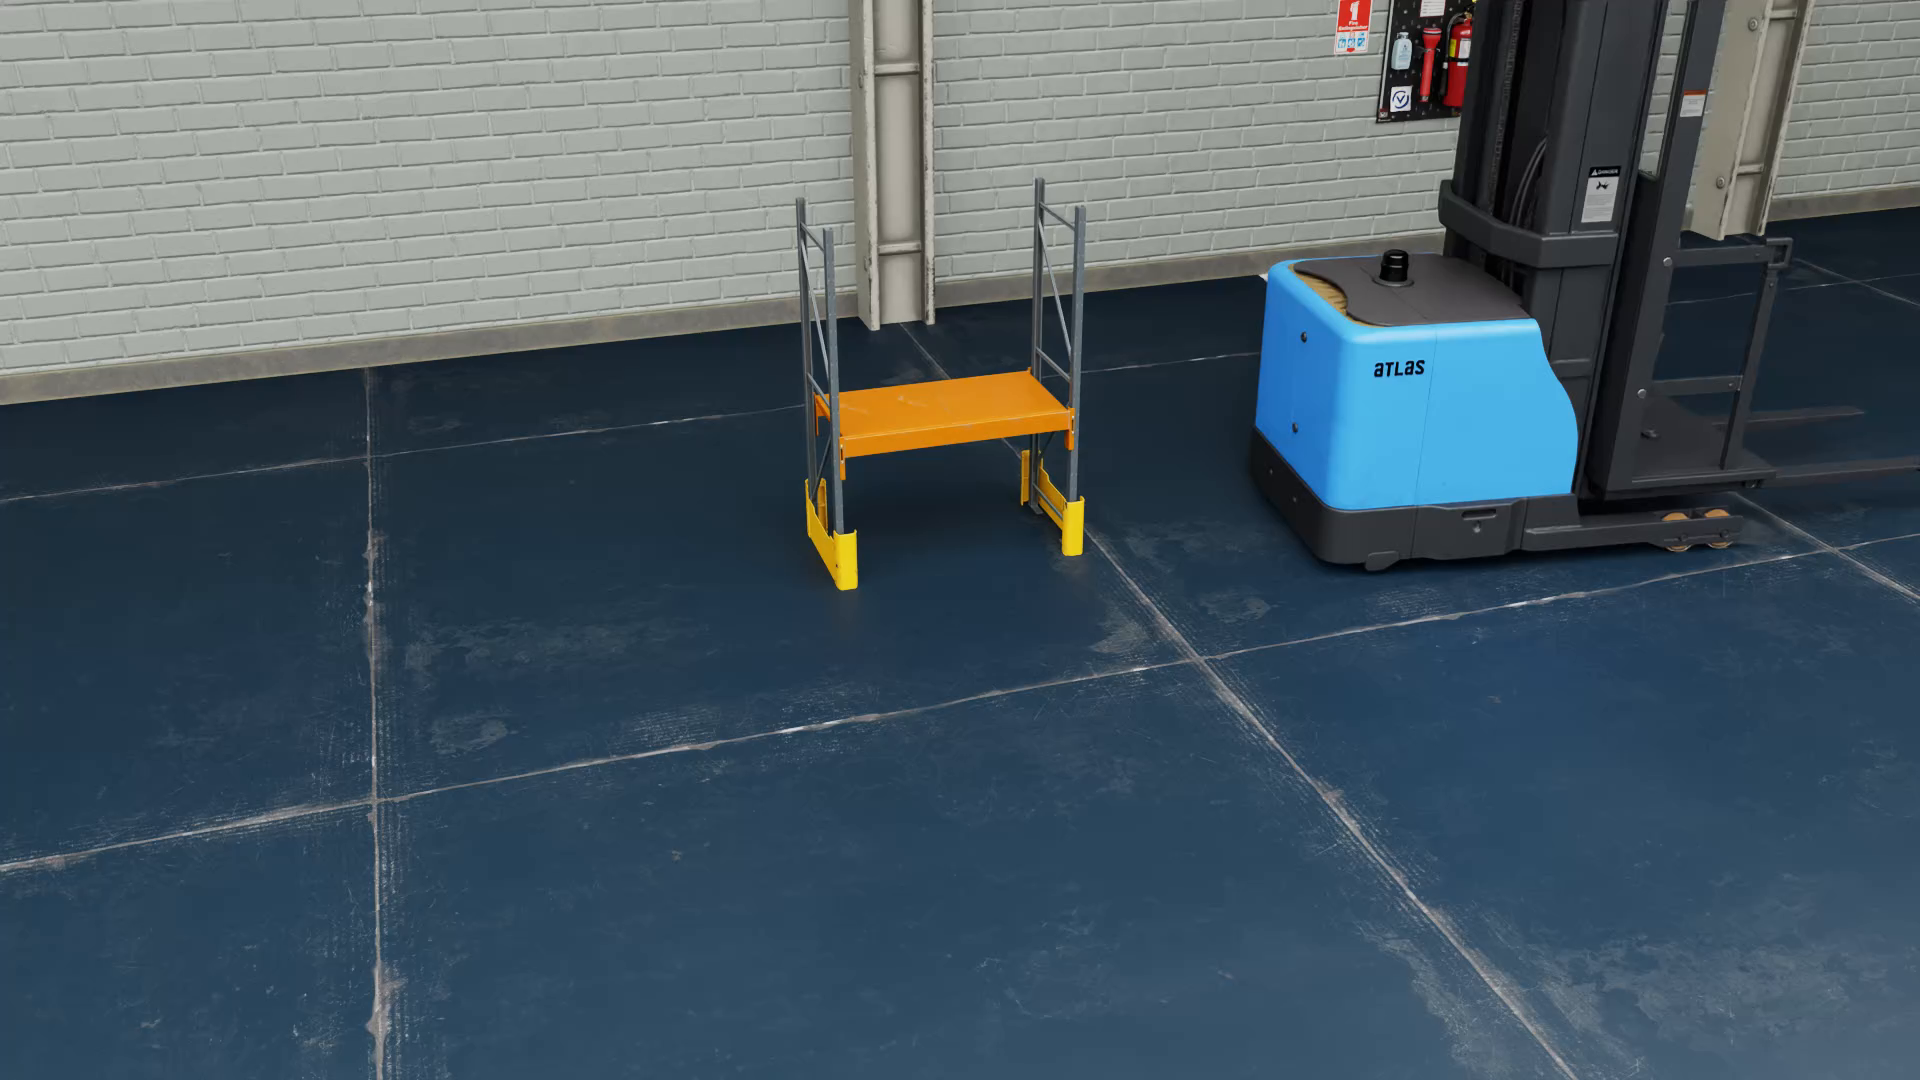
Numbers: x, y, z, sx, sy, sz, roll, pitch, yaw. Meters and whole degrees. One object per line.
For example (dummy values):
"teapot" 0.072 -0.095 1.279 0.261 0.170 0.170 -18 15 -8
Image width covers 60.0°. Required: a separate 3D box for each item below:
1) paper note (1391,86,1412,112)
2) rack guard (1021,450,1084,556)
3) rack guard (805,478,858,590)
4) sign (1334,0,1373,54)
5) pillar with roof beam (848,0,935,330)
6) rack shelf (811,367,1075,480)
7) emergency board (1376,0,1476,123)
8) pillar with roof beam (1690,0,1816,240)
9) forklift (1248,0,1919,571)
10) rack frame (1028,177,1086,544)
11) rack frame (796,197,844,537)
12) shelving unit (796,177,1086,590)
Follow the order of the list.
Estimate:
"paper note" 2.773 -2.772 10.451 0.142 0.148 0.016 -8 28 -16
"rack guard" 0.401 -0.170 7.311 0.087 0.250 0.587 -8 28 -16
"rack guard" -0.546 -0.033 7.035 0.087 0.250 0.587 -8 28 -16
"sign" 2.405 -3.145 10.172 0.234 0.329 0.001 -8 28 -16
"pillar with roof beam" 0.953 -3.527 4.234 0.400 9.000 9.100 -8 28 -16
"rack shelf" -0.081 -0.499 6.973 1.000 0.185 0.538 -8 28 -16
"emergency board" 2.963 -3.162 10.246 0.643 1.169 0.194 -8 28 -16
"pillar with roof beam" 6.658 -4.353 5.898 0.400 9.000 9.100 -8 28 -16
"forklift" 2.904 -1.487 6.950 3.031 2.935 1.130 -5 27 -9
"rack frame" 0.402 -0.730 7.034 0.032 1.500 0.500 -8 28 -16
"rack frame" -0.564 -0.590 6.752 0.032 1.500 0.500 -8 28 -16
"shelving unit" -0.072 -0.661 6.895 1.083 1.500 0.587 -8 28 -16
